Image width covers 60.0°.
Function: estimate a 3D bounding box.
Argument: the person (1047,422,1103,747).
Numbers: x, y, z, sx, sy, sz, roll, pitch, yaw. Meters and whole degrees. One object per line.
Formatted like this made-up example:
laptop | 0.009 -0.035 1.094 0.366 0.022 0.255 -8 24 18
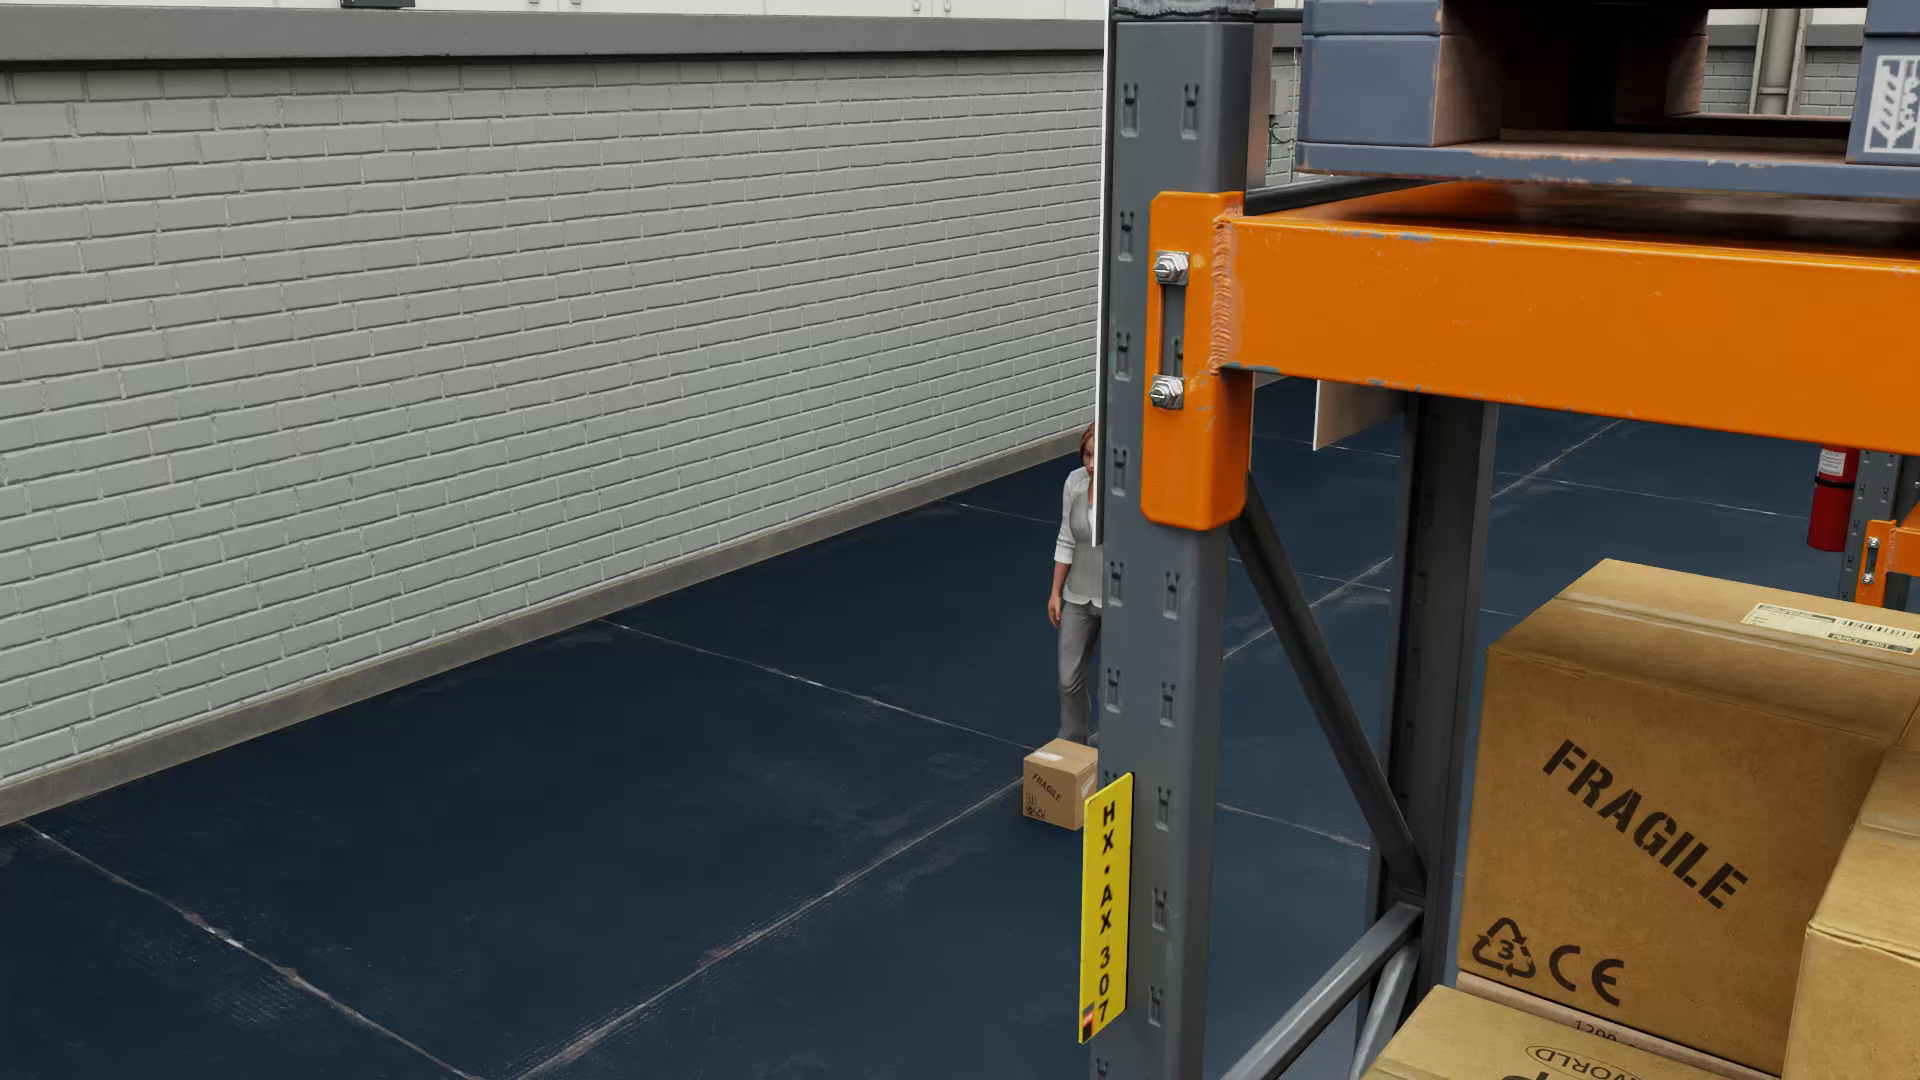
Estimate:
person | 0.557 0.279 6.639 0.480 1.592 0.378 11 20 32
